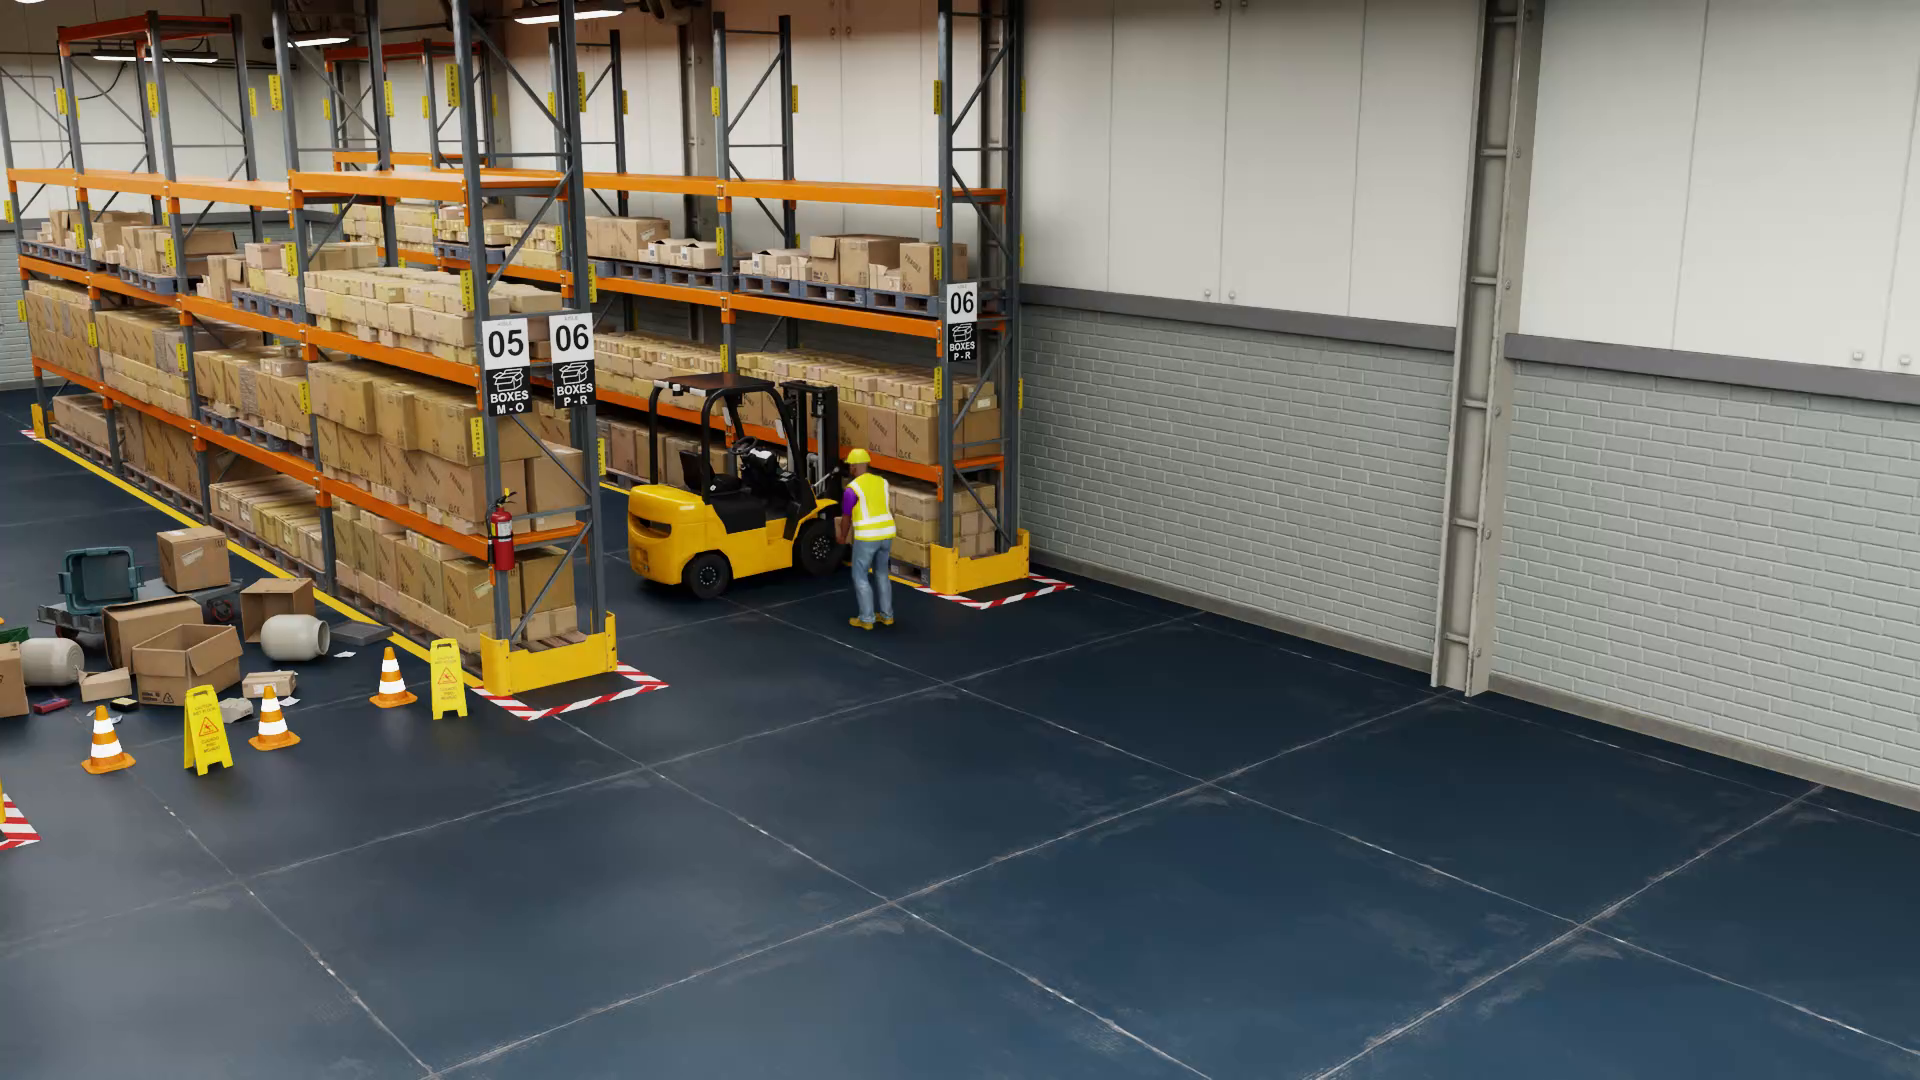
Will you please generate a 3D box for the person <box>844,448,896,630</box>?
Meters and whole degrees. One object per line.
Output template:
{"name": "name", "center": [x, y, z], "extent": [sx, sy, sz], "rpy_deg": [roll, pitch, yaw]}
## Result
{"name": "person", "center": [-0.901, -0.024, 16.112], "extent": [0.458, 1.733, 0.532], "rpy_deg": [-12, 19, -40]}
